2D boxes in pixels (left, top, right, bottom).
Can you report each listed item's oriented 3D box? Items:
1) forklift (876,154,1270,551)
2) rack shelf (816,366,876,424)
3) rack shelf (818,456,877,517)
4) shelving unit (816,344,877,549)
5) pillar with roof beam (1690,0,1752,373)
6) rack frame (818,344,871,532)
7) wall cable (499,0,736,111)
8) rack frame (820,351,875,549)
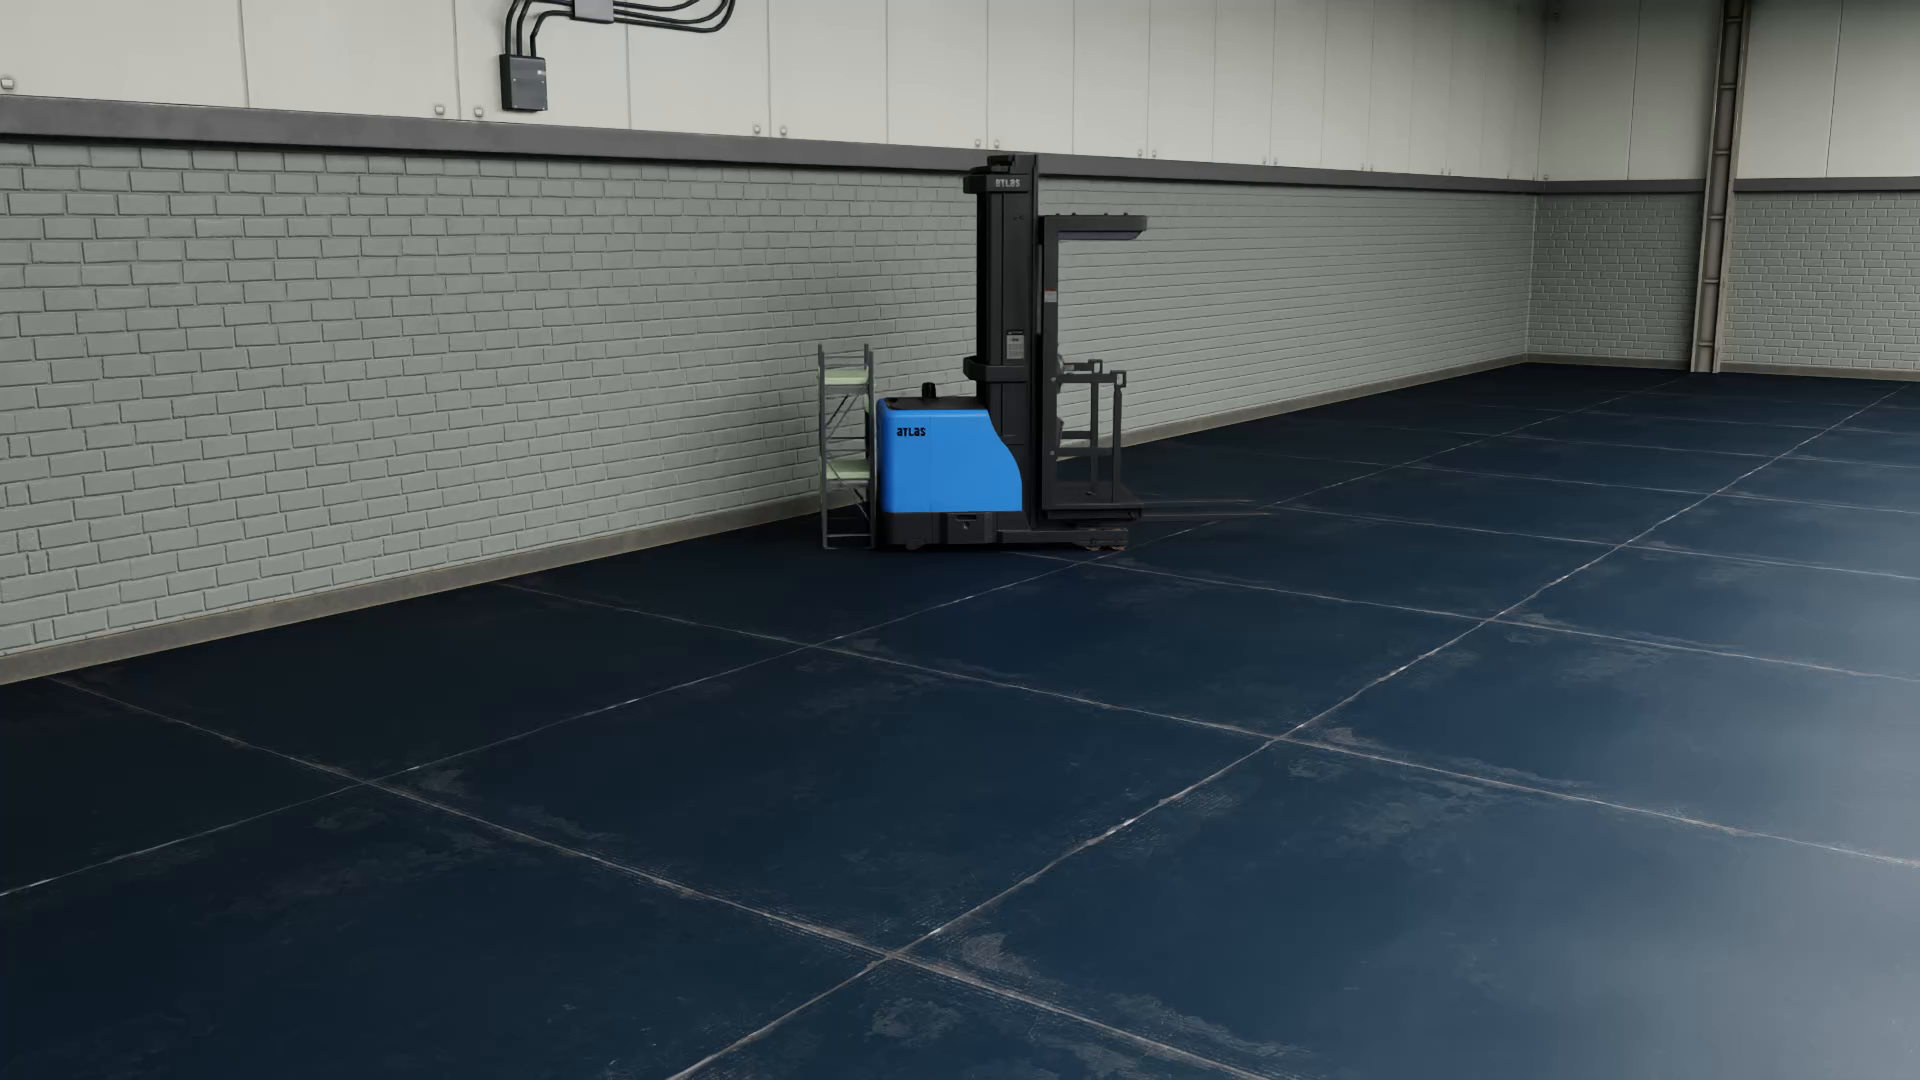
[{"bbox_3d":[0.870,-1.458,12.847,3.031,2.935,1.130,-1,11,-5],"label":"forklift"},{"bbox_3d":[-0.885,-1.124,12.835,0.431,0.370,0.720,-1,11,-6],"label":"rack shelf"},{"bbox_3d":[-0.885,-0.420,12.971,0.431,0.370,0.720,-1,11,-6],"label":"rack shelf"},{"bbox_3d":[-0.885,-0.741,12.909,0.431,1.500,0.755,-1,11,-6],"label":"shelving unit"},{"bbox_3d":[9.707,-6.530,23.092,0.400,9.000,9.100,8,13,36],"label":"pillar with roof beam"},{"bbox_3d":[-0.922,-0.810,13.266,0.400,1.500,0.023,-1,11,-6],"label":"rack frame"},{"bbox_3d":[-2.349,-6.022,11.511,0.169,6.003,2.305,8,13,36],"label":"wall cable"},{"bbox_3d":[-0.847,-0.671,12.552,0.400,1.500,0.023,-1,11,-6],"label":"rack frame"}]
